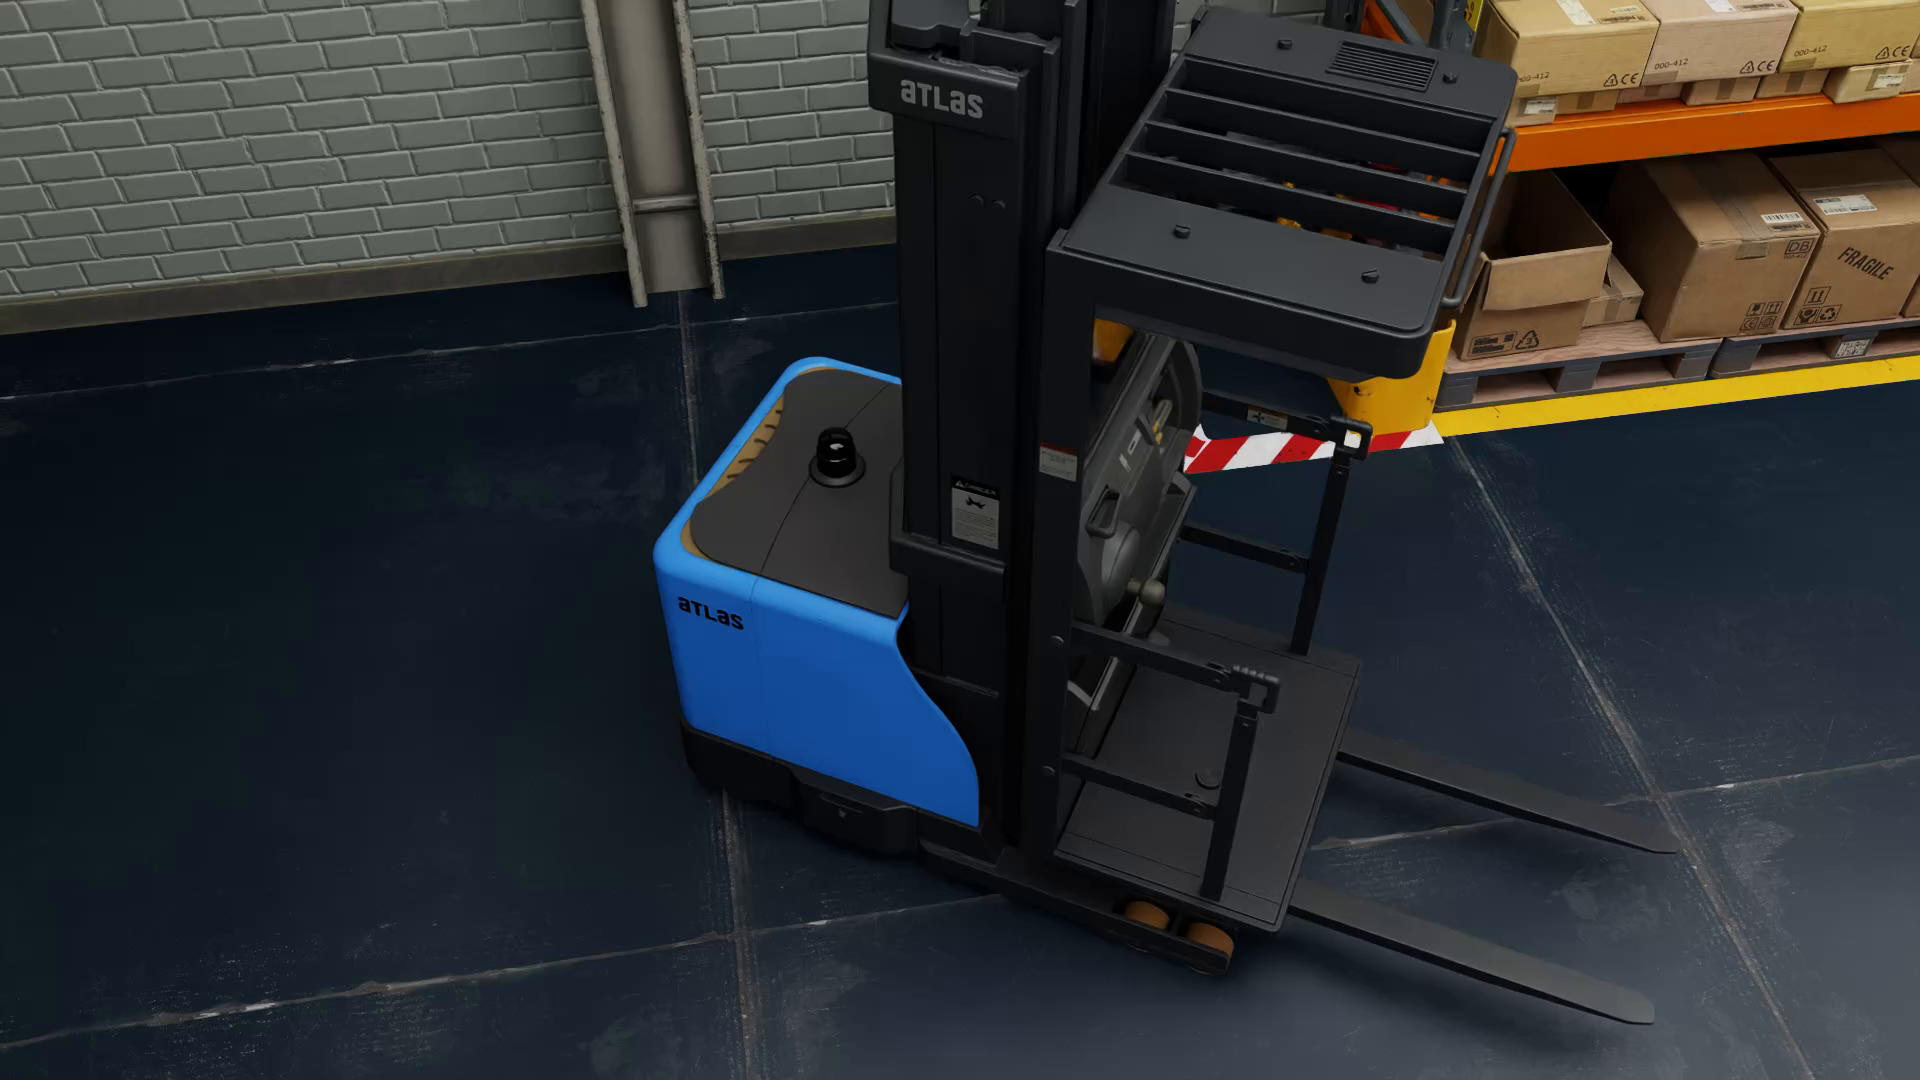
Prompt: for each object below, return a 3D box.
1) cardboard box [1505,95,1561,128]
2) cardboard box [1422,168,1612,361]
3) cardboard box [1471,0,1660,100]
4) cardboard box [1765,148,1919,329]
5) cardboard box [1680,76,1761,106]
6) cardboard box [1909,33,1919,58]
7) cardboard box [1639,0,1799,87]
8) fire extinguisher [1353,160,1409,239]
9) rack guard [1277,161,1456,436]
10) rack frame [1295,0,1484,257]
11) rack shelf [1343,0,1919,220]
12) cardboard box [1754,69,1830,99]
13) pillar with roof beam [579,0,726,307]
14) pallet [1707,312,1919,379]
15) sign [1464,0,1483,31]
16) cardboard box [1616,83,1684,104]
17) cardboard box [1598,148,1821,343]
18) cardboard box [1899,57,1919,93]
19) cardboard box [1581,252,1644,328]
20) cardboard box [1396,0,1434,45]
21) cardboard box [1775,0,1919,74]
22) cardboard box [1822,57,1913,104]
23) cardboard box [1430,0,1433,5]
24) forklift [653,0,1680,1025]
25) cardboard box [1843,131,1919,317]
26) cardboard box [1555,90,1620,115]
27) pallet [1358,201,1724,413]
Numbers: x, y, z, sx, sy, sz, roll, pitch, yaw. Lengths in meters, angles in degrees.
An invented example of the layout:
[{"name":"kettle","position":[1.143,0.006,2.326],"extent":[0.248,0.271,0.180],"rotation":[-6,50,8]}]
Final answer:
[{"name":"cardboard box","position":[1.934,-1.634,5.916],"extent":[0.250,0.149,0.380],"rotation":[-7,47,-7]},{"name":"cardboard box","position":[2.182,-1.163,6.729],"extent":[0.637,0.503,0.797],"rotation":[-9,47,-8]},{"name":"cardboard box","position":[2.056,-1.791,5.790],"extent":[0.500,0.250,0.500],"rotation":[-7,46,-7]},{"name":"cardboard box","position":[3.569,-1.233,6.799],"extent":[0.500,0.500,0.500],"rotation":[-6,46,-6]},{"name":"cardboard box","position":[2.689,-1.743,6.020],"extent":[0.250,0.149,0.380],"rotation":[-6,46,-6]},{"name":"cardboard box","position":[3.552,-1.996,5.988],"extent":[0.500,0.250,0.500],"rotation":[-8,47,-8]},{"name":"cardboard box","position":[2.553,-1.853,5.850],"extent":[0.500,0.250,0.500],"rotation":[-7,46,-6]},{"name":"fire extinguisher","position":[1.497,-1.373,5.803],"extent":[0.183,0.674,0.296],"rotation":[-7,46,-7]},{"name":"rack guard","position":[1.638,-1.018,6.883],"extent":[0.348,0.500,1.175],"rotation":[-7,46,-7]},{"name":"rack frame","position":[1.563,-1.876,5.974],"extent":[0.127,3.000,1.000],"rotation":[-7,46,-7]},{"name":"rack shelf","position":[3.534,-1.871,6.470],"extent":[4.000,0.370,1.077],"rotation":[-7,46,-7]},{"name":"cardboard box","position":[2.950,-1.779,6.056],"extent":[0.250,0.149,0.380],"rotation":[-6,46,-6]},{"name":"pillar with roof beam","position":[-0.513,-1.211,1.168],"extent":[0.400,9.000,9.100],"rotation":[-7,46,-7]},{"name":"pallet","position":[3.623,-1.163,7.224],"extent":[1.213,0.211,1.003],"rotation":[-7,46,-7]},{"name":"sign","position":[1.656,-1.791,5.291],"extent":[0.005,0.325,0.100],"rotation":[-7,46,-7]},{"name":"cardboard box","position":[2.430,-1.755,6.032],"extent":[0.250,0.149,0.380],"rotation":[-8,47,-7]},{"name":"cardboard box","position":[3.031,-1.239,6.805],"extent":[0.500,0.500,0.700],"rotation":[-5,46,-5]},{"name":"cardboard box","position":[3.468,-1.804,6.079],"extent":[0.250,0.149,0.380],"rotation":[-6,46,-6]},{"name":"cardboard box","position":[2.607,-1.065,6.881],"extent":[0.250,0.149,0.380],"rotation":[-9,47,-8]},{"name":"cardboard box","position":[1.844,-2.020,6.287],"extent":[0.250,0.149,0.380],"rotation":[-8,47,-7]},{"name":"cardboard box","position":[3.052,-1.918,5.912],"extent":[0.500,0.250,0.500],"rotation":[-8,47,-8]},{"name":"cardboard box","position":[3.212,-1.757,6.034],"extent":[0.250,0.149,0.380],"rotation":[-8,47,-8]},{"name":"cardboard box","position":[1.971,-2.172,6.157],"extent":[0.500,0.250,0.500],"rotation":[-6,46,-6]},{"name":"forklift","position":[0.667,-0.152,4.361],"extent":[3.031,2.935,1.130],"rotation":[17,48,16]},{"name":"cardboard box","position":[4.054,-1.367,6.928],"extent":[0.500,0.500,0.700],"rotation":[-9,47,-8]},{"name":"cardboard box","position":[2.177,-1.698,5.978],"extent":[0.250,0.149,0.380],"rotation":[-6,46,-6]},{"name":"pallet","position":[2.424,-1.016,7.082],"extent":[1.213,0.211,1.003],"rotation":[-7,46,-7]}]
